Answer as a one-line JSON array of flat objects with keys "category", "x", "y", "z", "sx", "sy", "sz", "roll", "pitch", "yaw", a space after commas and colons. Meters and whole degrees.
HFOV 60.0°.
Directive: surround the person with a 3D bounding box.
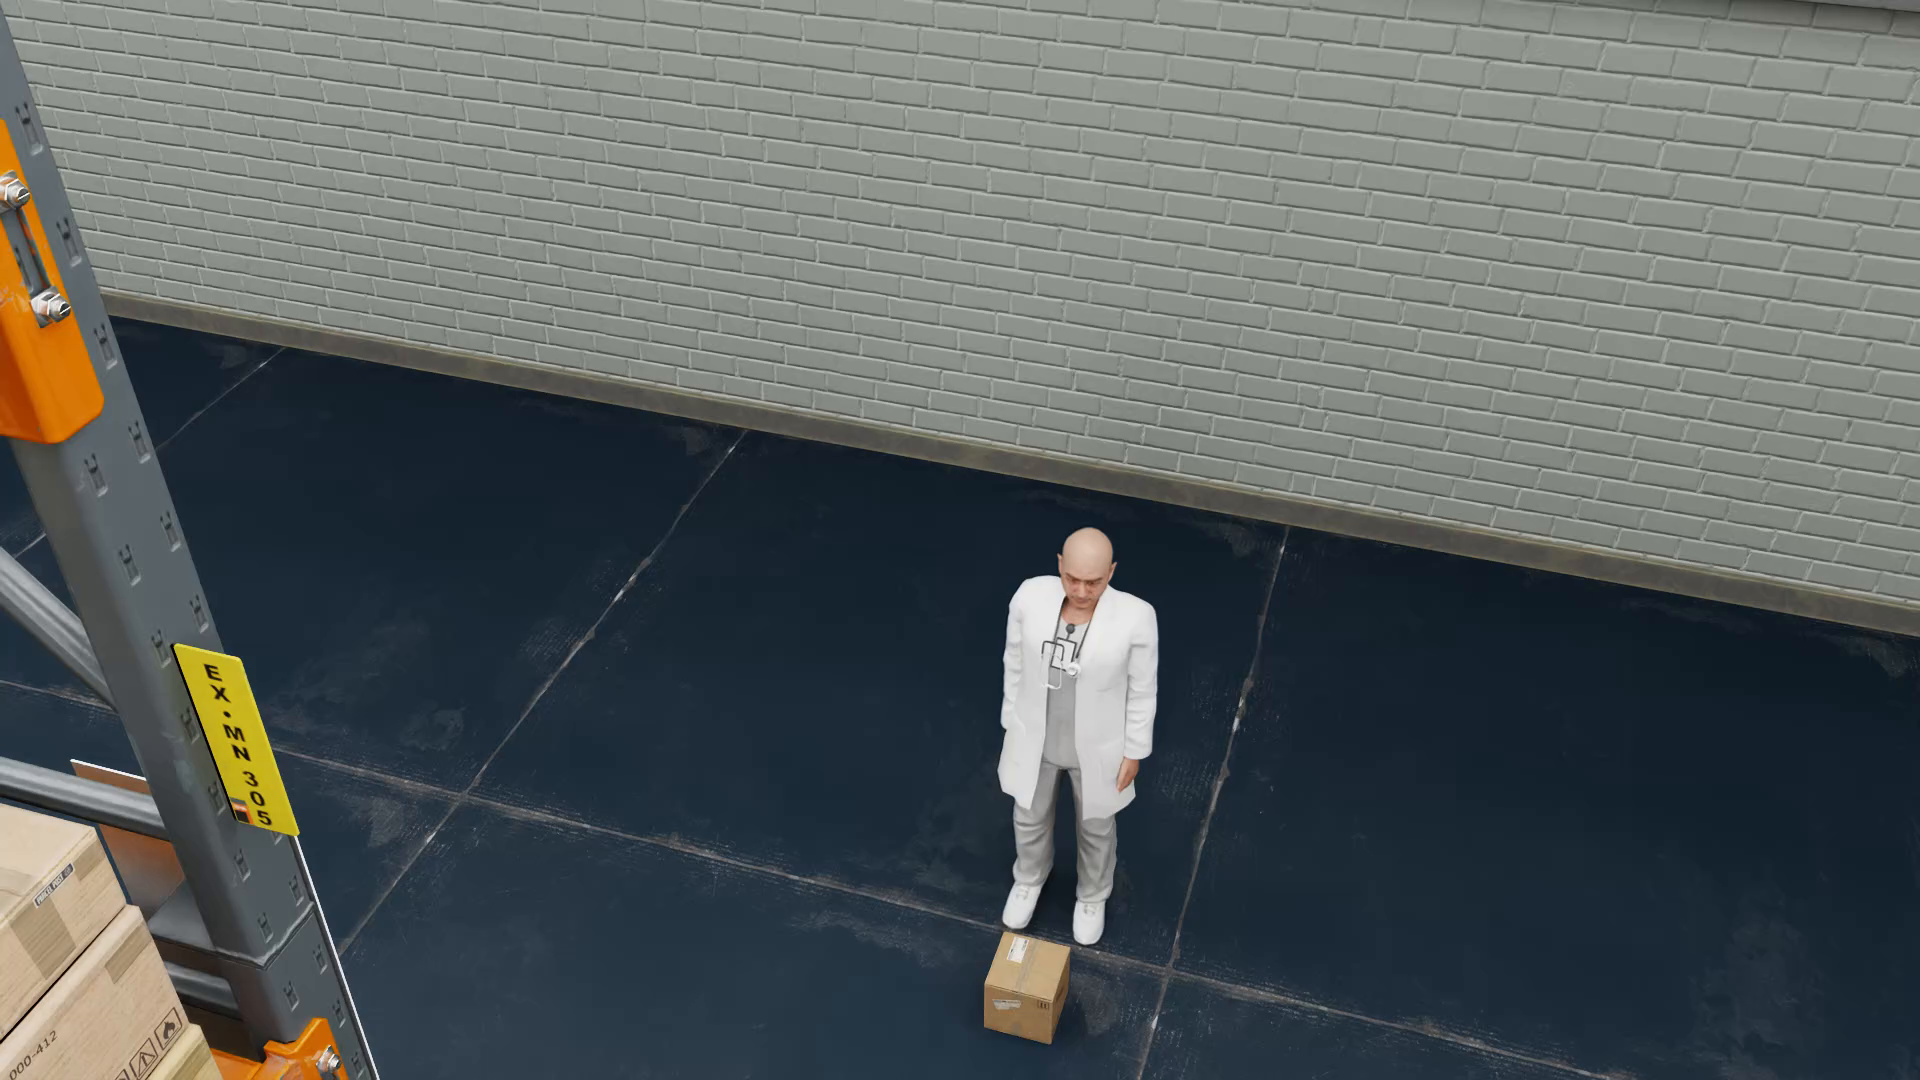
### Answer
[{"category": "person", "x": 0.408, "y": 0.716, "z": 5.944, "sx": 0.562, "sy": 1.778, "sz": 0.391, "roll": 11, "pitch": 38, "yaw": 15}]
